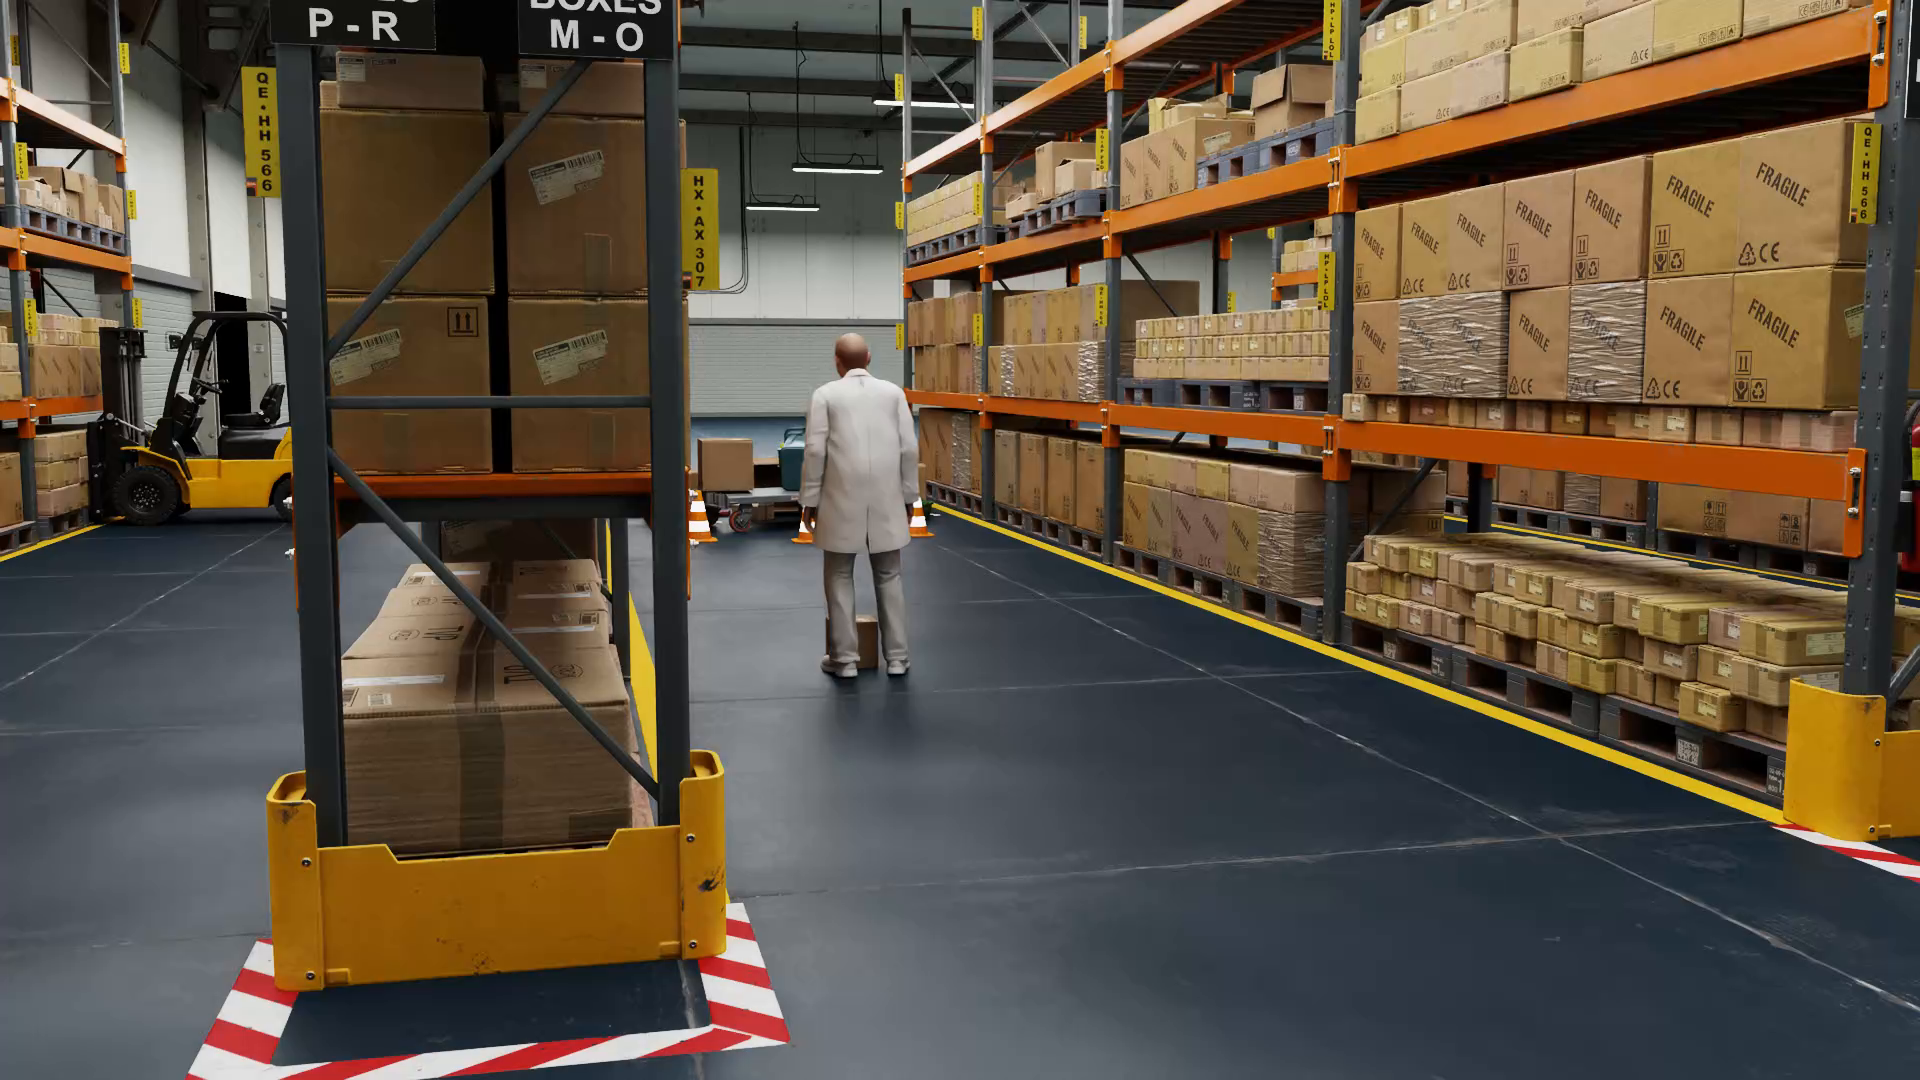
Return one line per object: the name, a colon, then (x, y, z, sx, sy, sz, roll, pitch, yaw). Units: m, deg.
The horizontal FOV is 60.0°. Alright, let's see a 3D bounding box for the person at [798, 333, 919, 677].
person: (-0.525, -0.184, 8.642, 0.646, 1.772, 0.429, -2, 6, -17)
